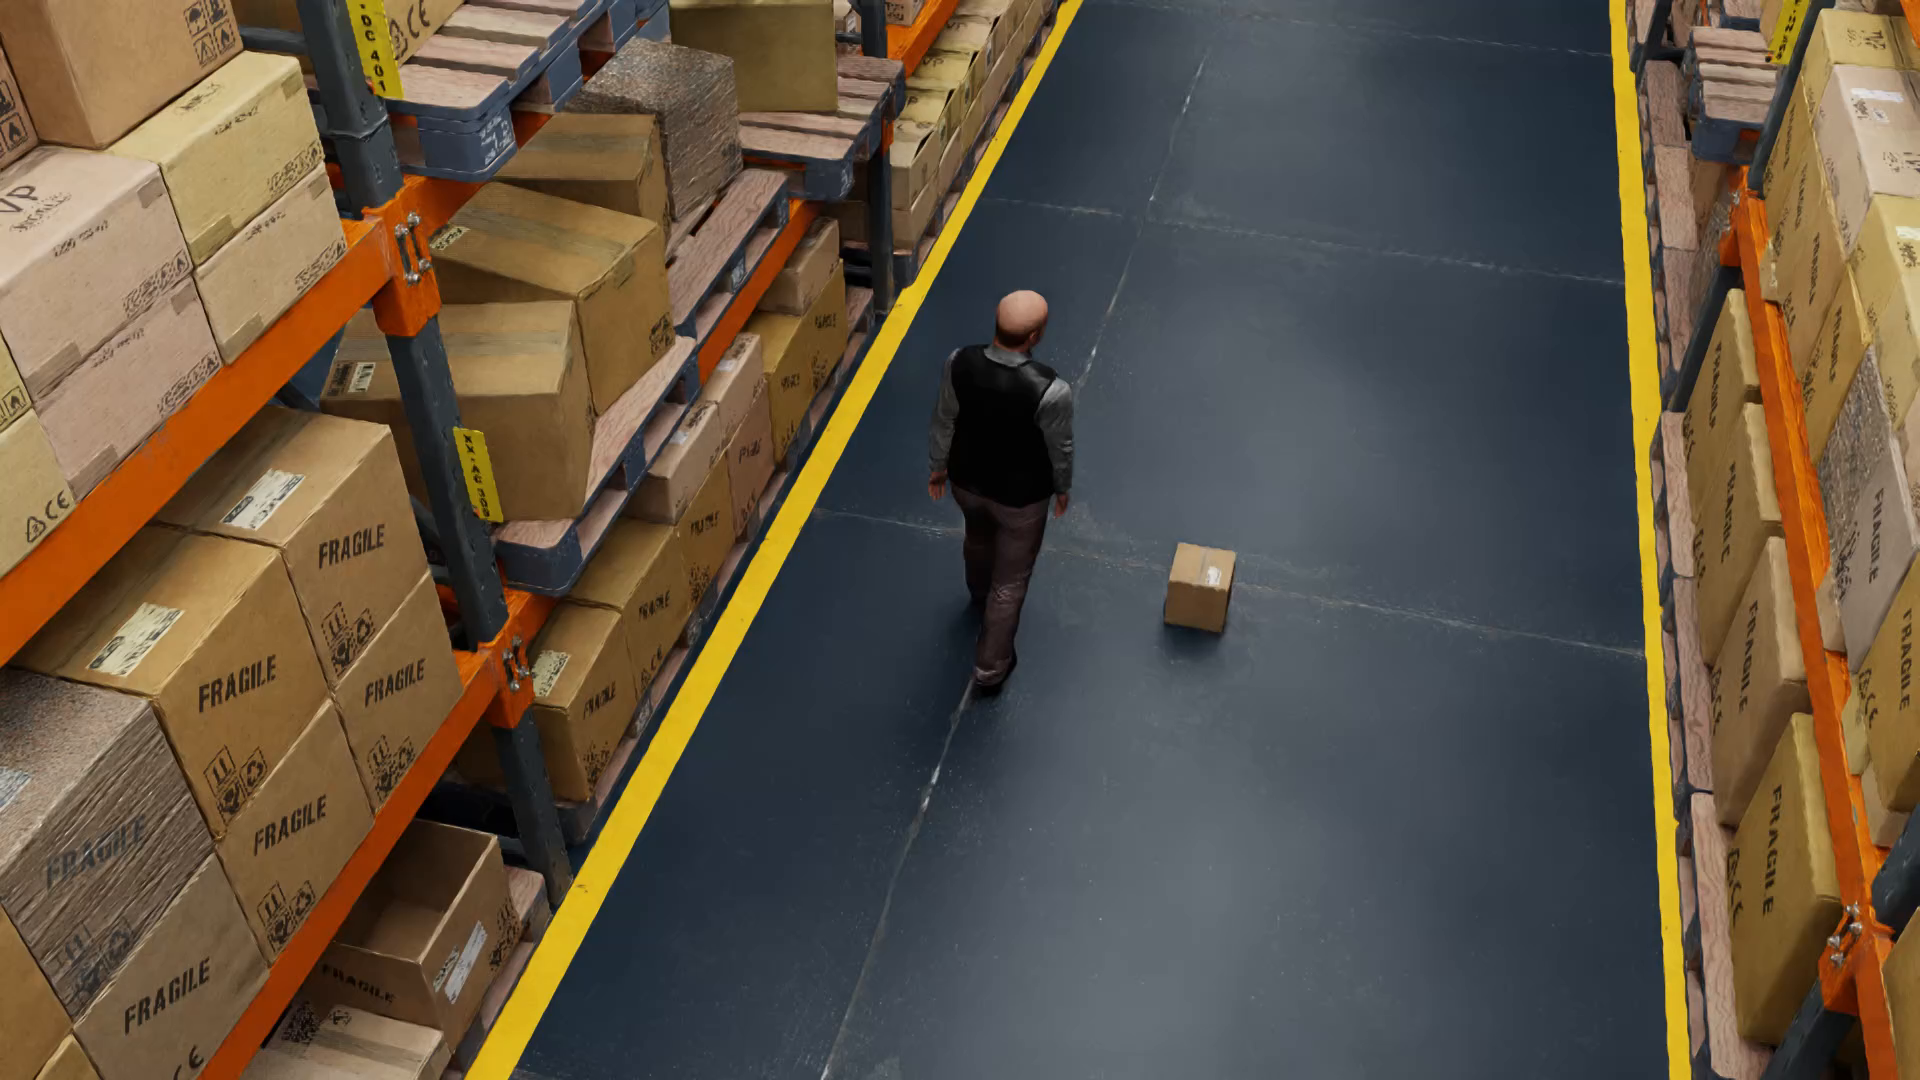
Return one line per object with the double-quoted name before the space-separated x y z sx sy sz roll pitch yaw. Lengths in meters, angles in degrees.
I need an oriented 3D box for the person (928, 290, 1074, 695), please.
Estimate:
"person" 0.188 -0.251 6.463 0.568 1.704 0.784 21 45 23
